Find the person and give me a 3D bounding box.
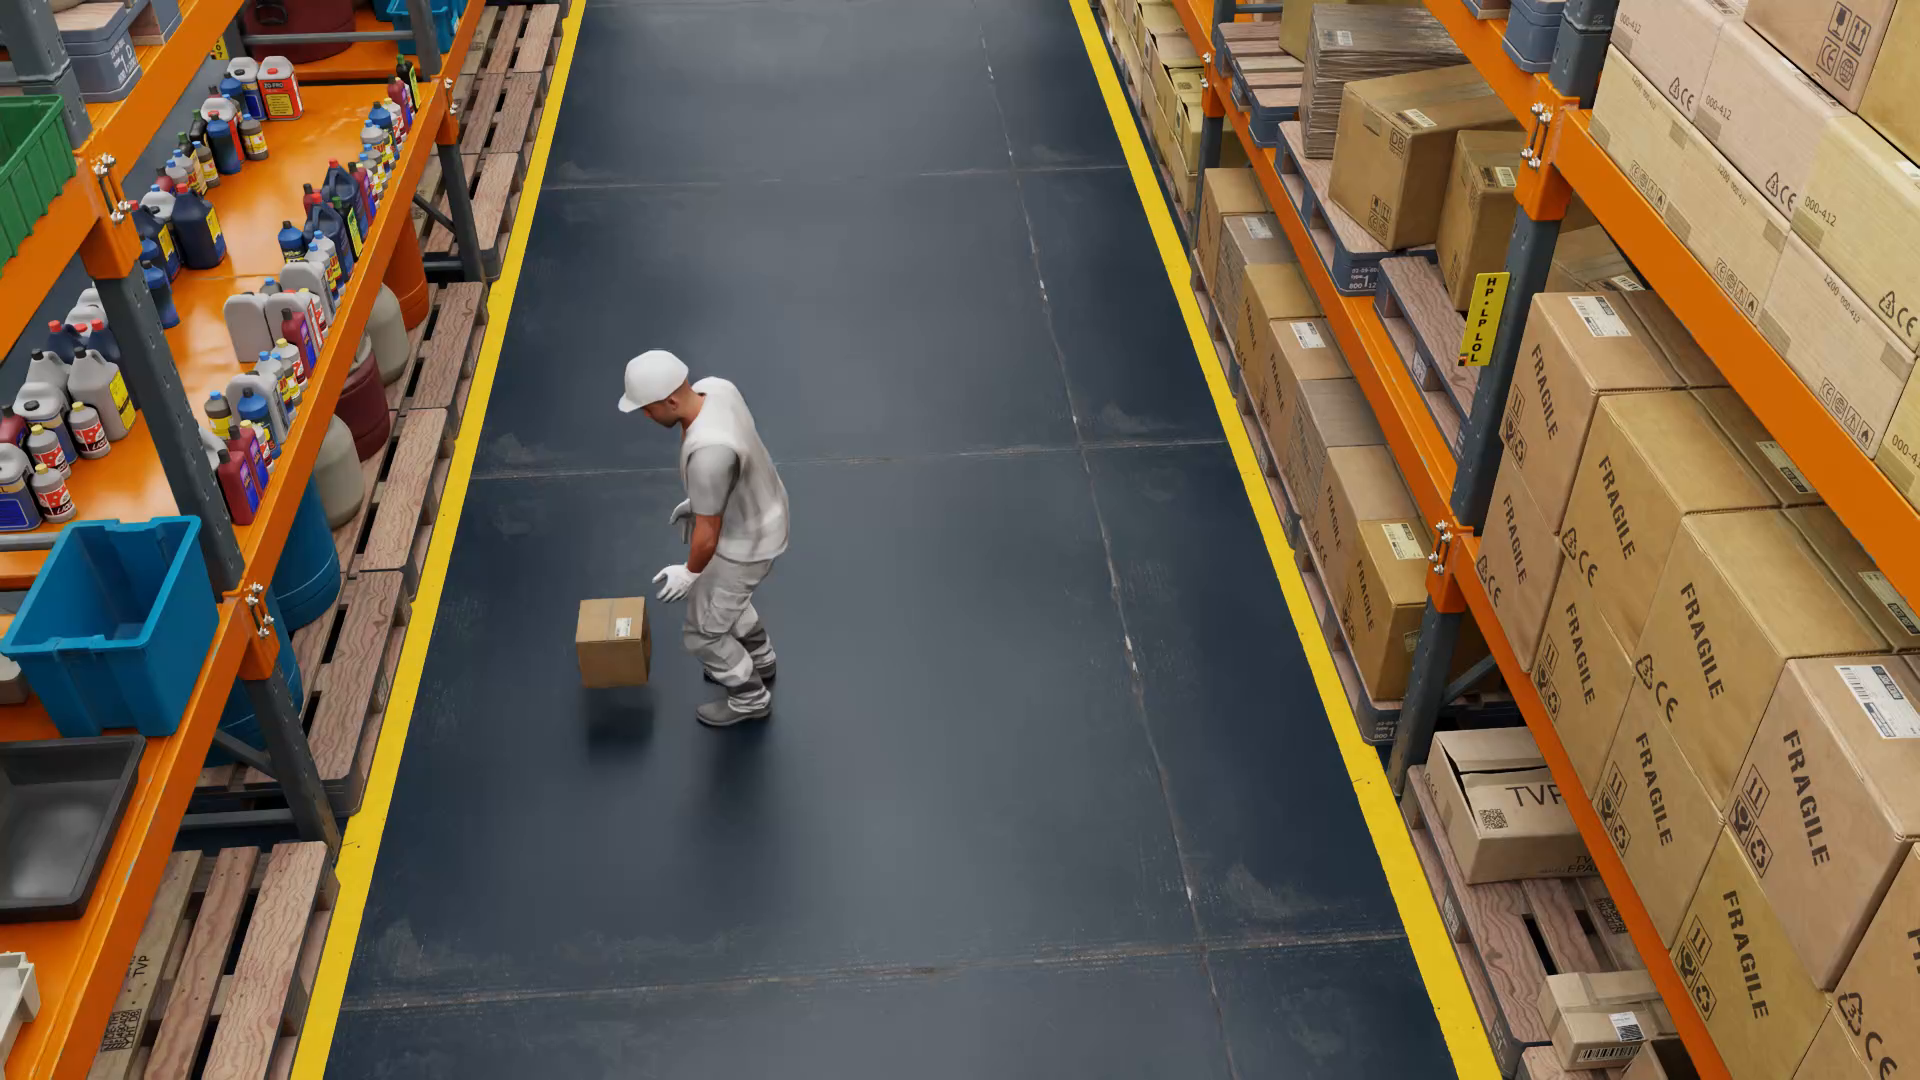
[{"bbox_3d":[-0.915,0.002,6.232,0.558,1.666,0.560,-2,39,-3],"label":"person"}]
